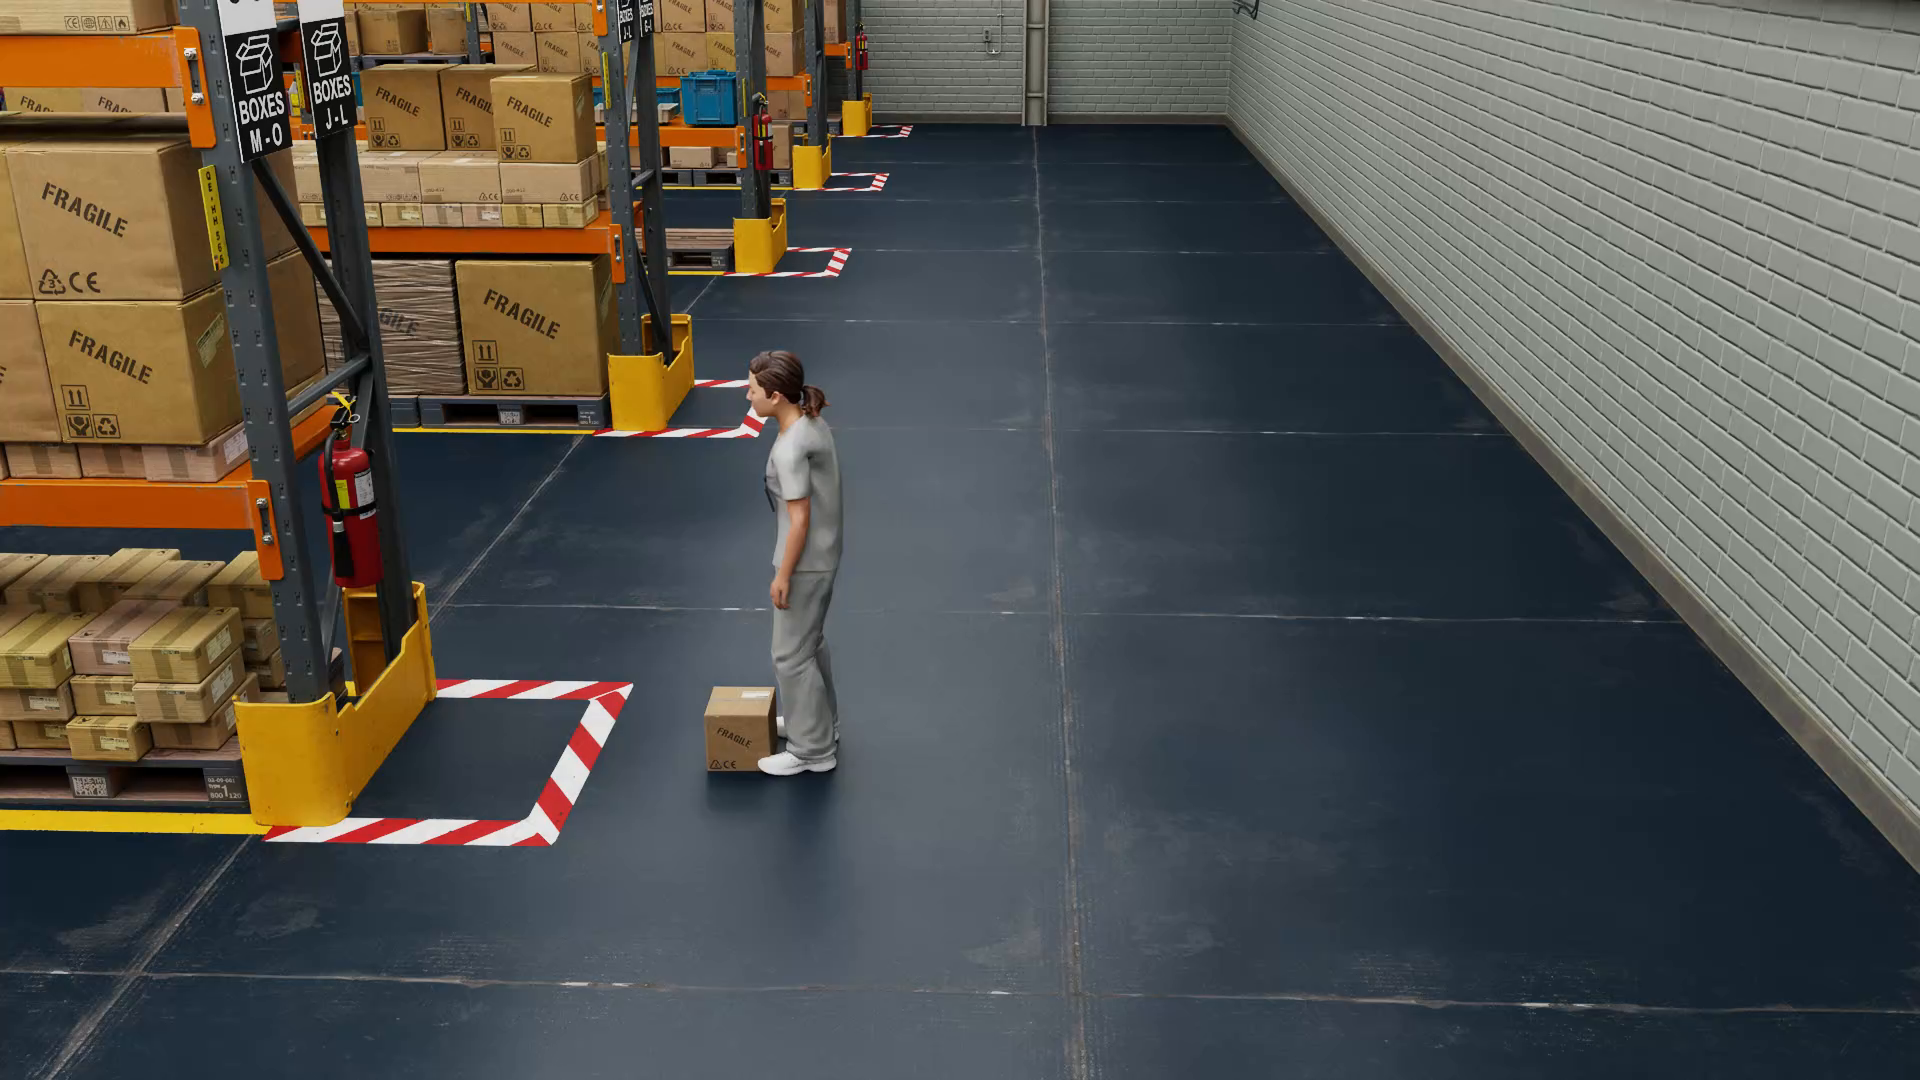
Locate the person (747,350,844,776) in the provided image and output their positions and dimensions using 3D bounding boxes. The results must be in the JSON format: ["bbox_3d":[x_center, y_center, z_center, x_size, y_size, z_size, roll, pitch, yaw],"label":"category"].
[{"bbox_3d":[-0.621,0.084,6.361,0.358,1.673,0.486,1,21,2],"label":"person"}]
